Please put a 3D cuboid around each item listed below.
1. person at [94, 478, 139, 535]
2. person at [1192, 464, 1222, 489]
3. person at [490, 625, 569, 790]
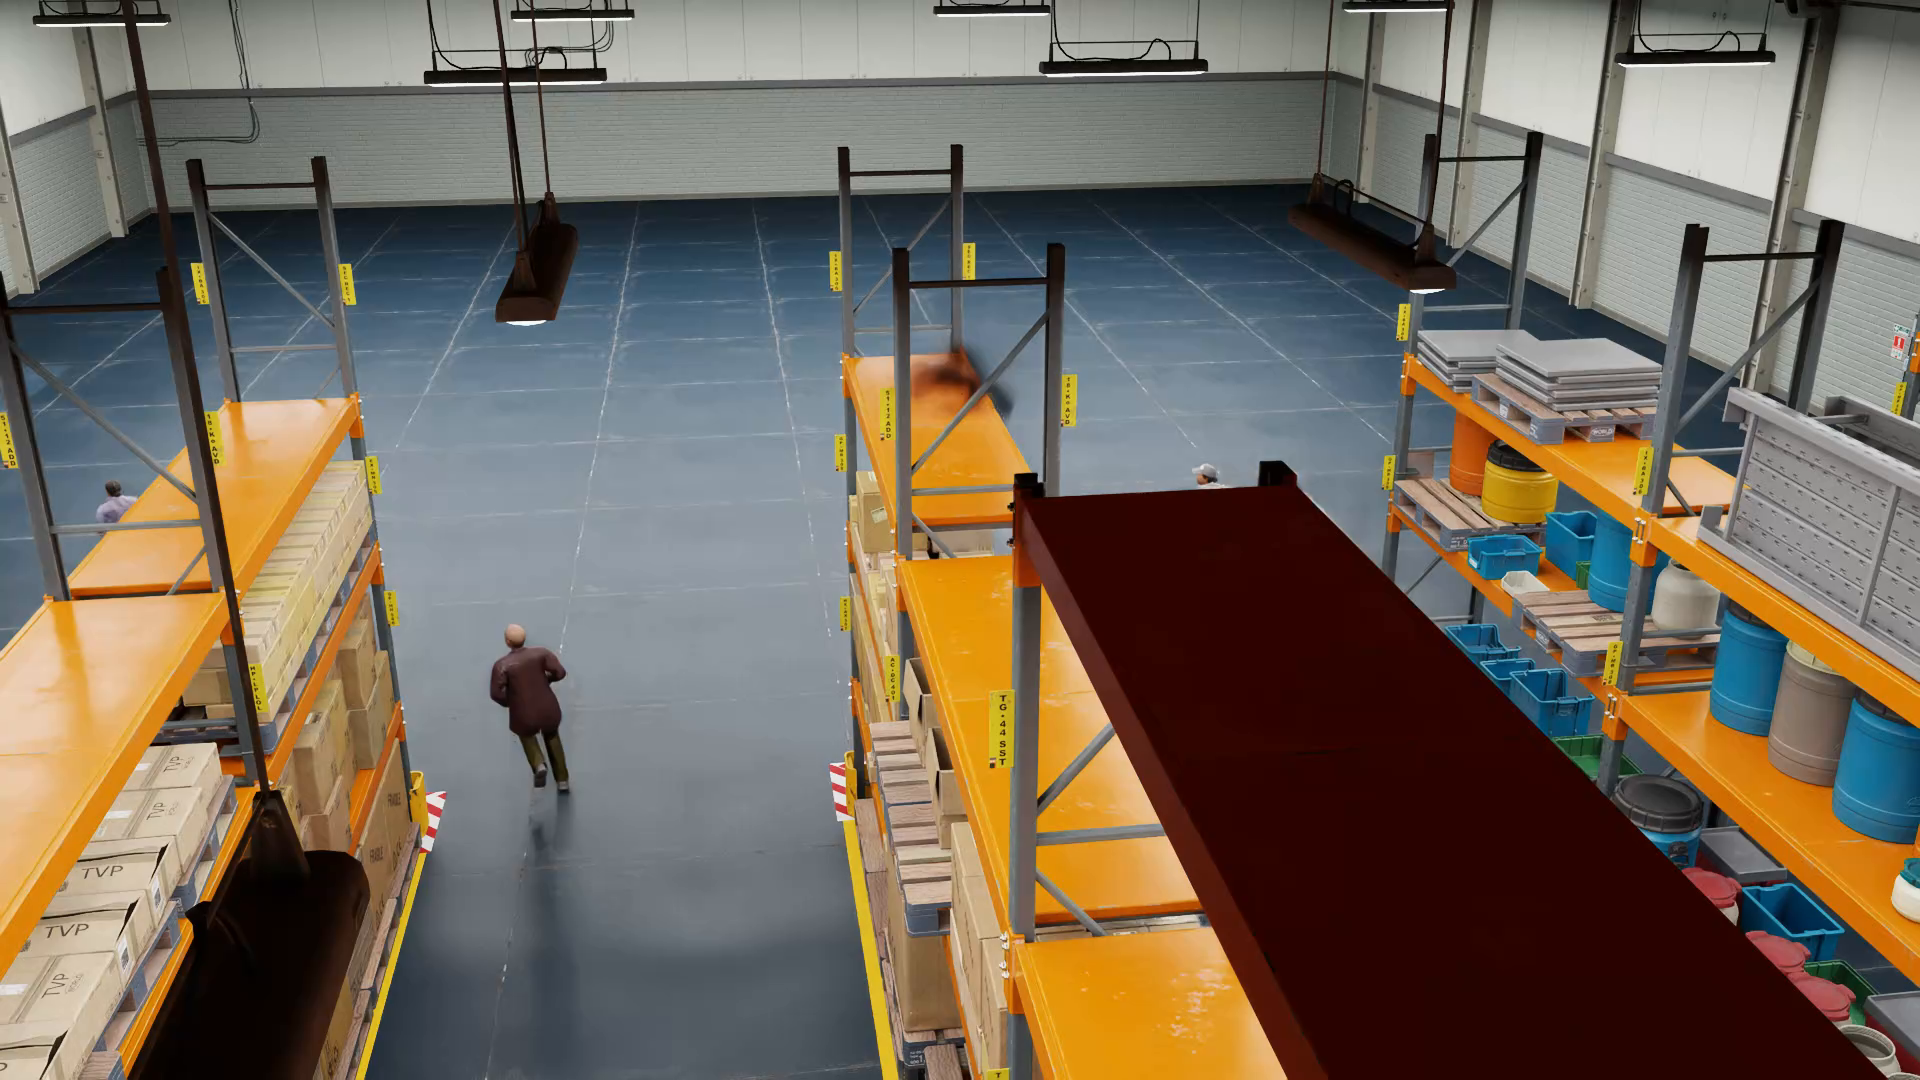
[{"bbox_3d":[-9.712,0.046,19.317,0.654,1.640,0.586,14,26,32],"label":"person"},{"bbox_3d":[2.858,-0.094,19.587,0.877,1.689,0.594,5,22,12],"label":"person"},{"bbox_3d":[-4.007,1.550,15.437,0.714,1.703,0.613,-10,24,-23],"label":"person"}]
